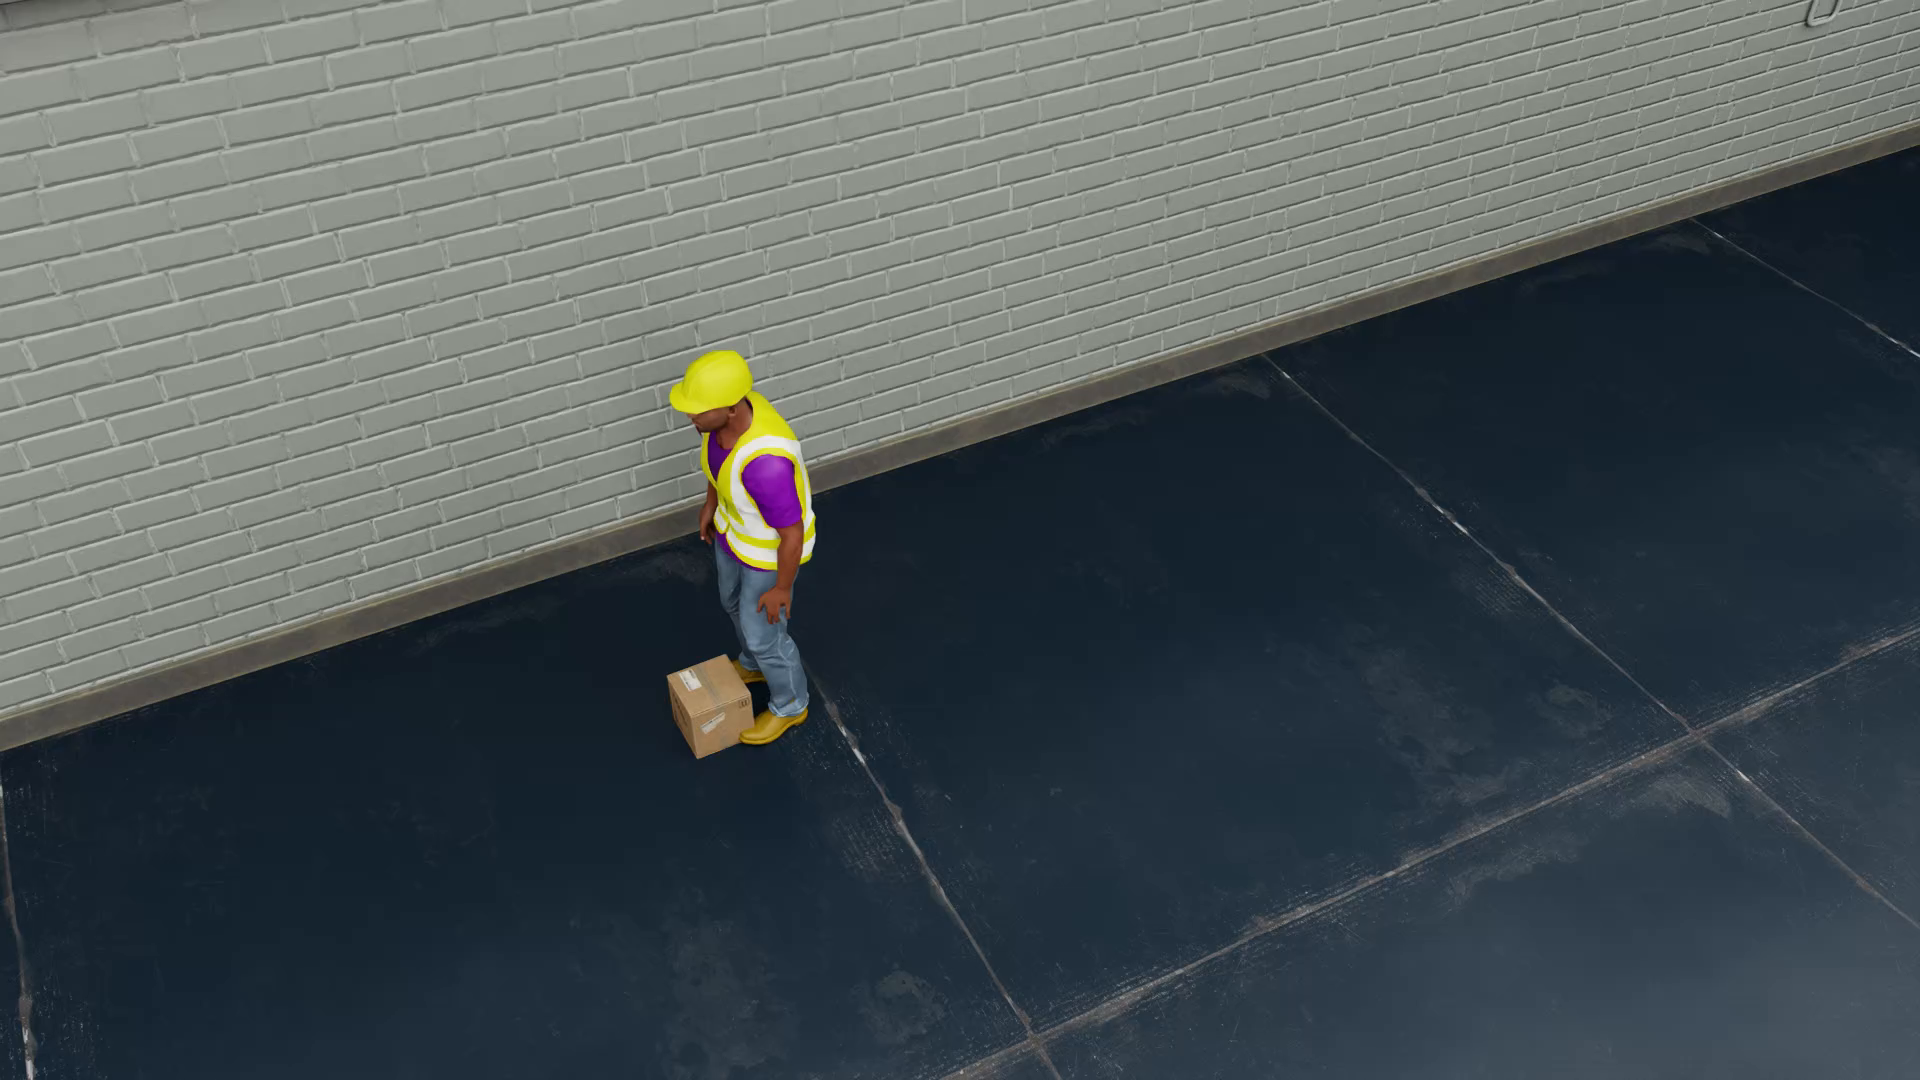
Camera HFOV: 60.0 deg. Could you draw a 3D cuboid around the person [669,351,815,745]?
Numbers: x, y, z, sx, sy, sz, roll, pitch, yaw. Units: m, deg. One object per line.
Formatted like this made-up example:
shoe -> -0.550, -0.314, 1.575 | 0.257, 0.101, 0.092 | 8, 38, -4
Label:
person -> -0.776, 0.018, 6.124 | 0.455, 1.761, 0.635 | -21, 45, -23
